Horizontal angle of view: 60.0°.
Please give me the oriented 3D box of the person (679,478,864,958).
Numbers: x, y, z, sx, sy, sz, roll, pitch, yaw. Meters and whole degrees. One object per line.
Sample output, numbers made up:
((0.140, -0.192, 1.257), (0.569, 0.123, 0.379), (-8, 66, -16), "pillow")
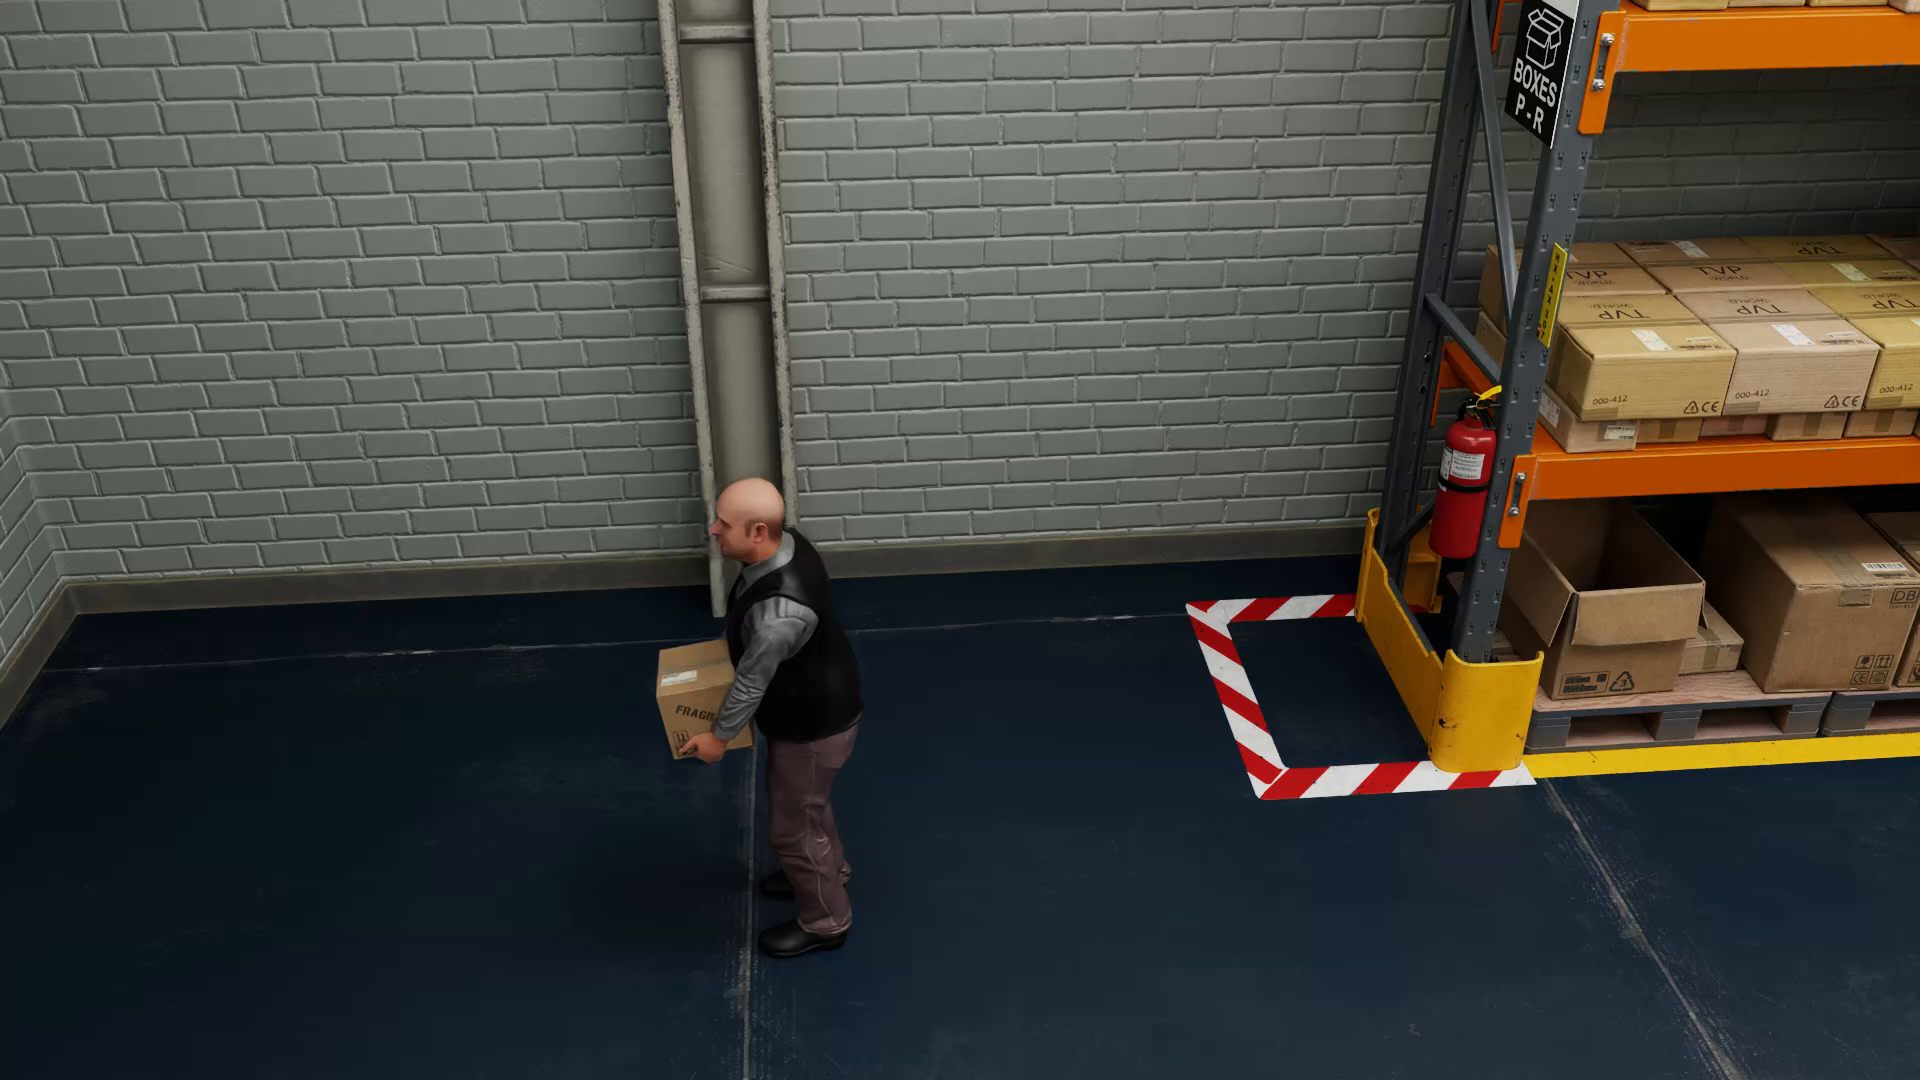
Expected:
((-0.590, 0.604, 5.257), (0.574, 1.616, 0.489), (-3, 31, -5), "person")
